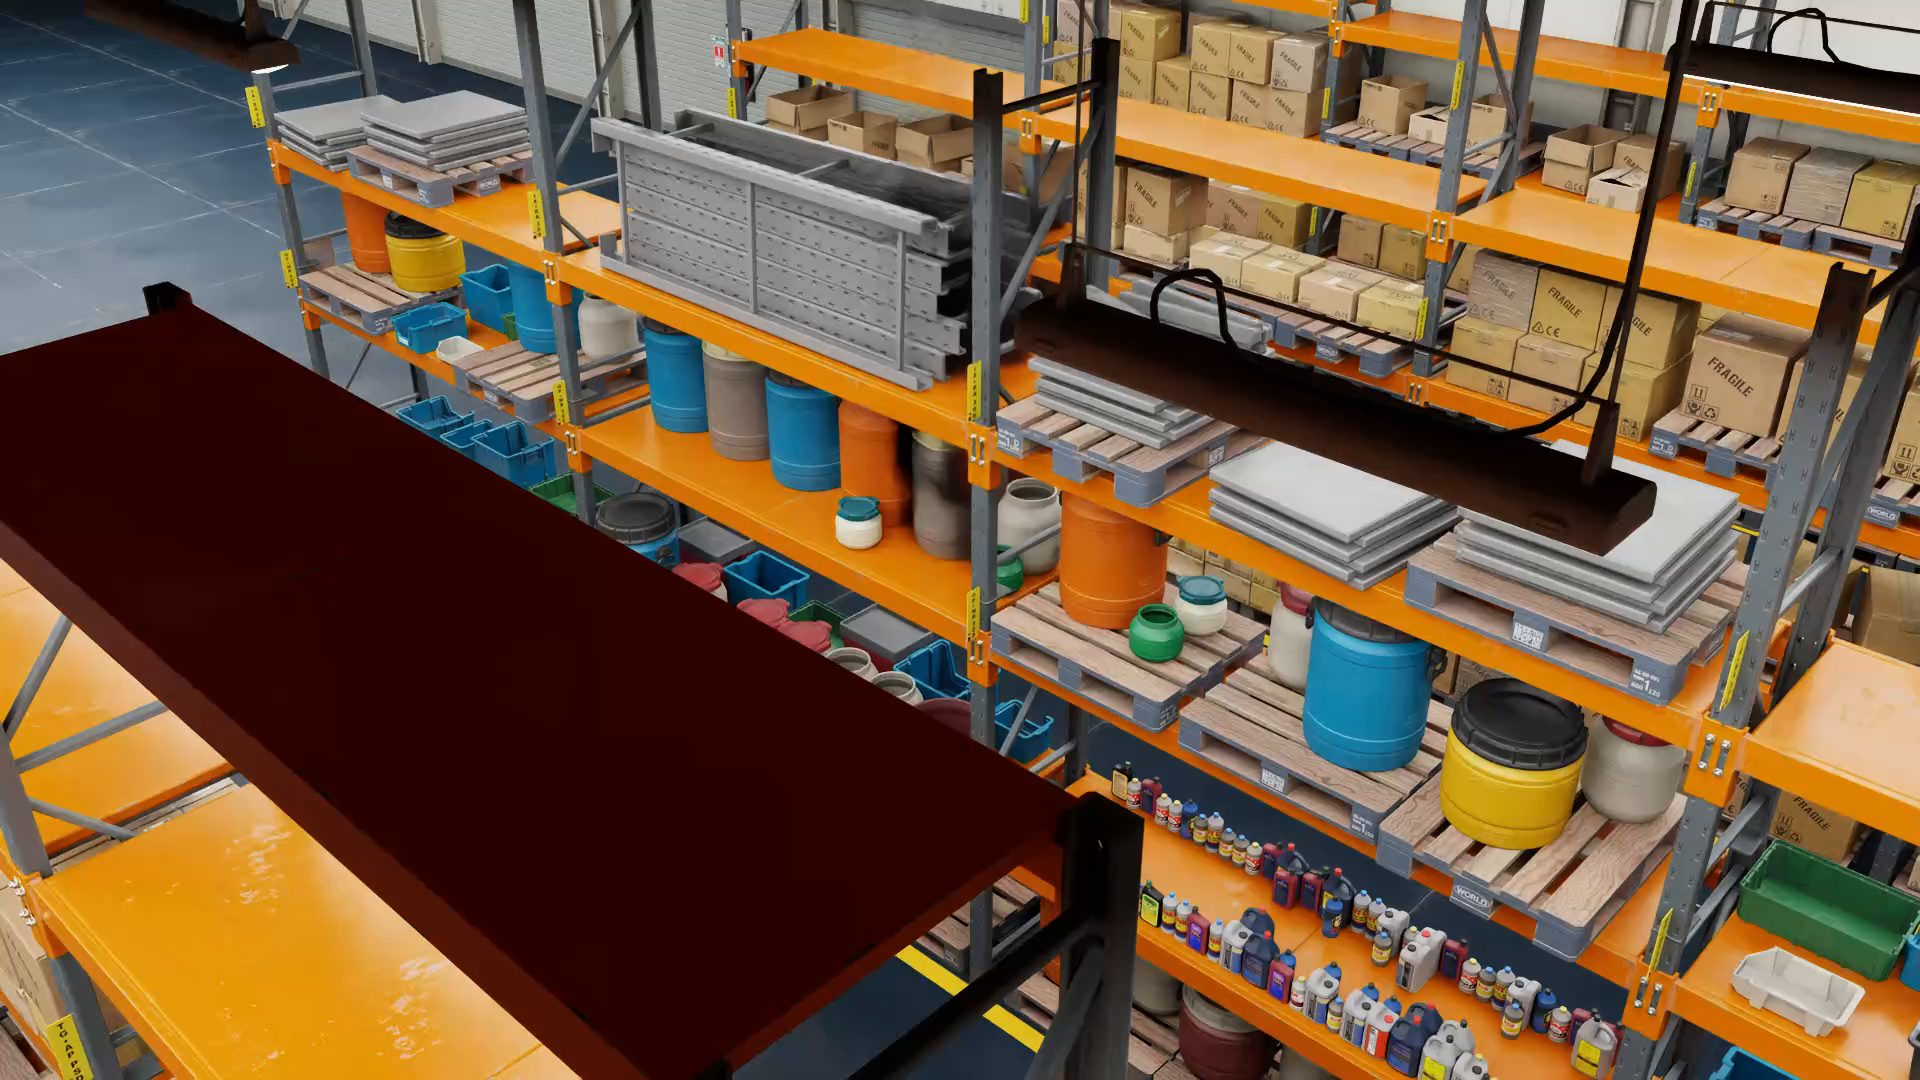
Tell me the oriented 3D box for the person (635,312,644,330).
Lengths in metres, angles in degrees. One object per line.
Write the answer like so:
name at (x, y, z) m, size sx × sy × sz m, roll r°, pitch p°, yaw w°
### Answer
person at (-3.735, -2.706, 19.482) m, size 0.960 × 1.623 × 0.604 m, roll -11°, pitch 31°, yaw -19°
